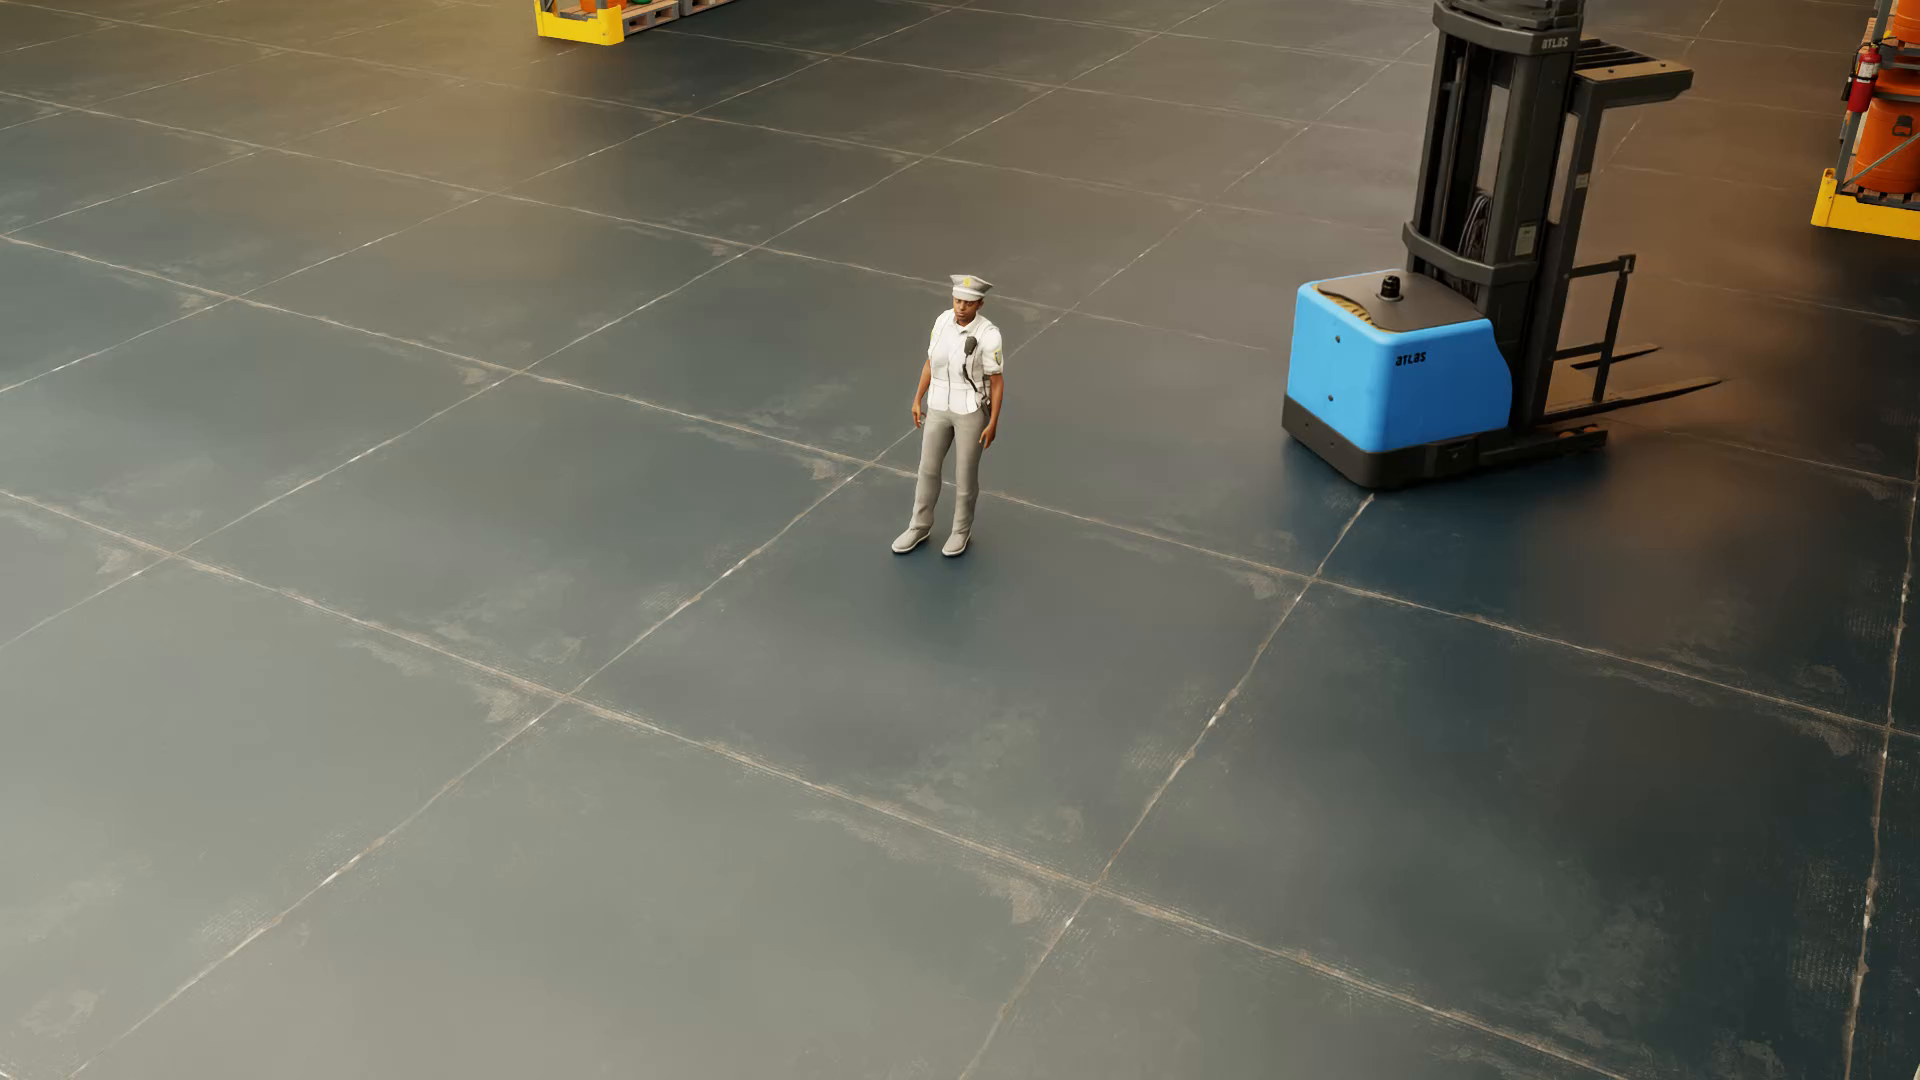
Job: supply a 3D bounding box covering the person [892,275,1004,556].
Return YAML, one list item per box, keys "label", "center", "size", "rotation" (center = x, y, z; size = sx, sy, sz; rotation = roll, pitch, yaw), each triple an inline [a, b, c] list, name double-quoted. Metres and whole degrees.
- label: "person"
  center: [-0.054, -0.712, 9.527]
  size: [0.569, 1.695, 0.528]
  rotation: [15, 33, 25]

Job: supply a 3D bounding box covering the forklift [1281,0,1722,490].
- label: "forklift"
  center: [3.730, -2.048, 10.620]
  size: [3.031, 2.935, 1.130]
  rotation: [-11, 32, -19]
